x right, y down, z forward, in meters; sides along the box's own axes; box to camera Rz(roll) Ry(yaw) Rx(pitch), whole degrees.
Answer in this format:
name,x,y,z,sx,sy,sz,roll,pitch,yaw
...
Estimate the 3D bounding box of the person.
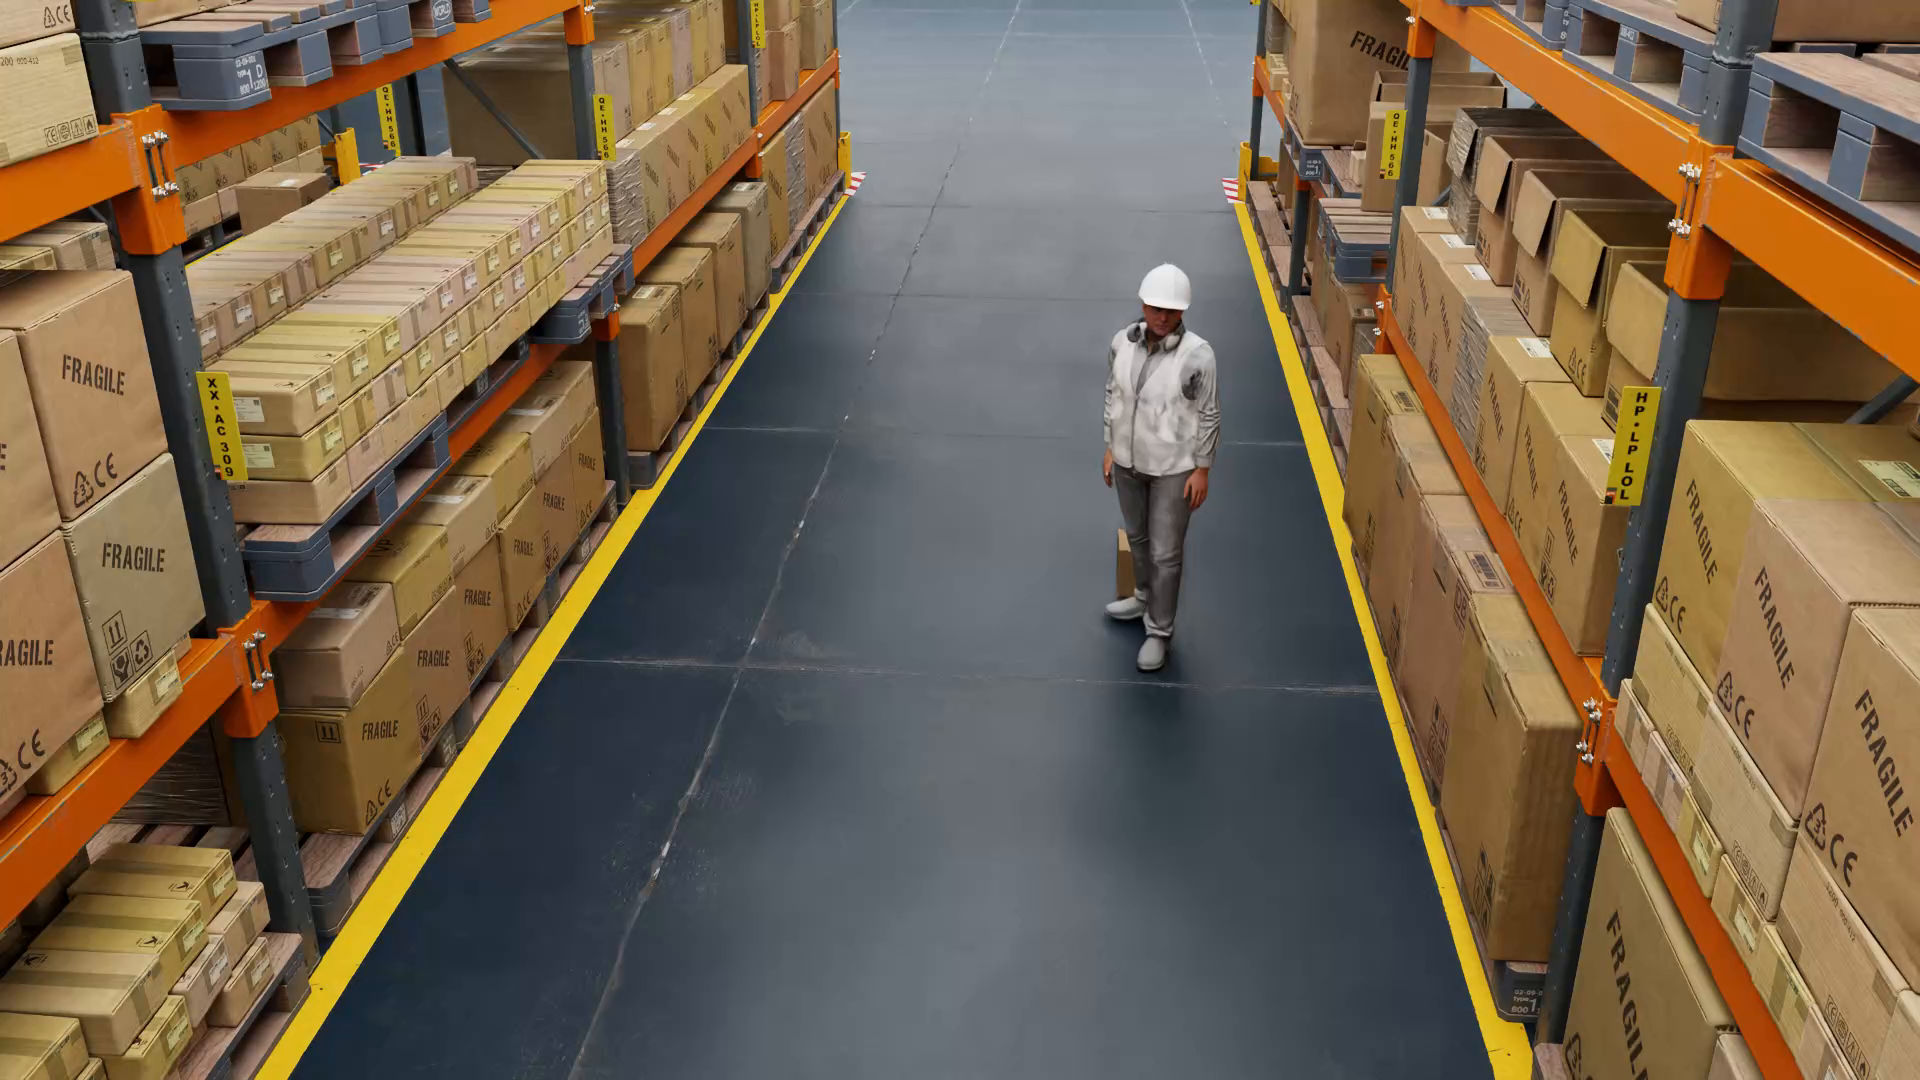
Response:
name,x,y,z,sx,sy,sz,roll,pitch,yaw
person,0.855,-0.348,7.329,0.555,1.772,0.551,21,32,38
